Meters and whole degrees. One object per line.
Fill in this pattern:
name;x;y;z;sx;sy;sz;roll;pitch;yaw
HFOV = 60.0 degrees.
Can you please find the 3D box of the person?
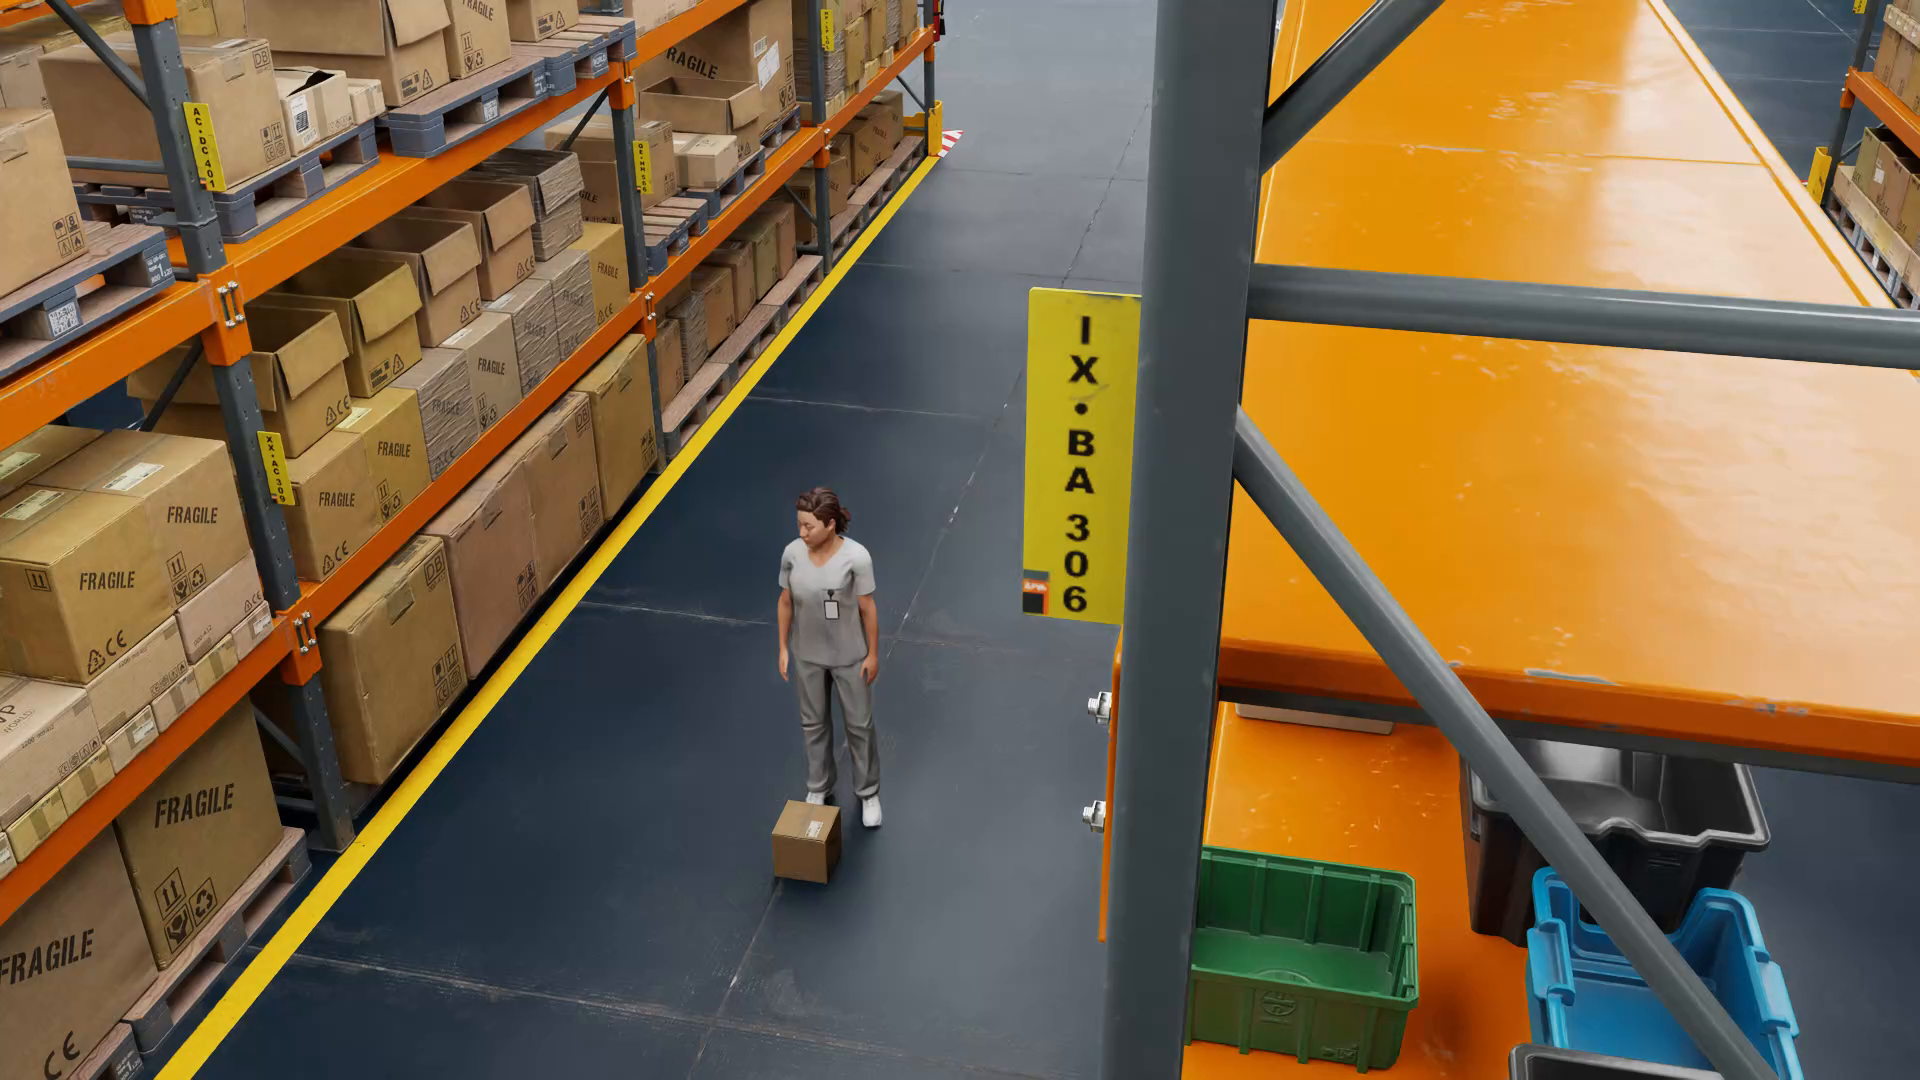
person;-0.595;0.534;7.641;0.496;1.700;0.392;6;30;11
